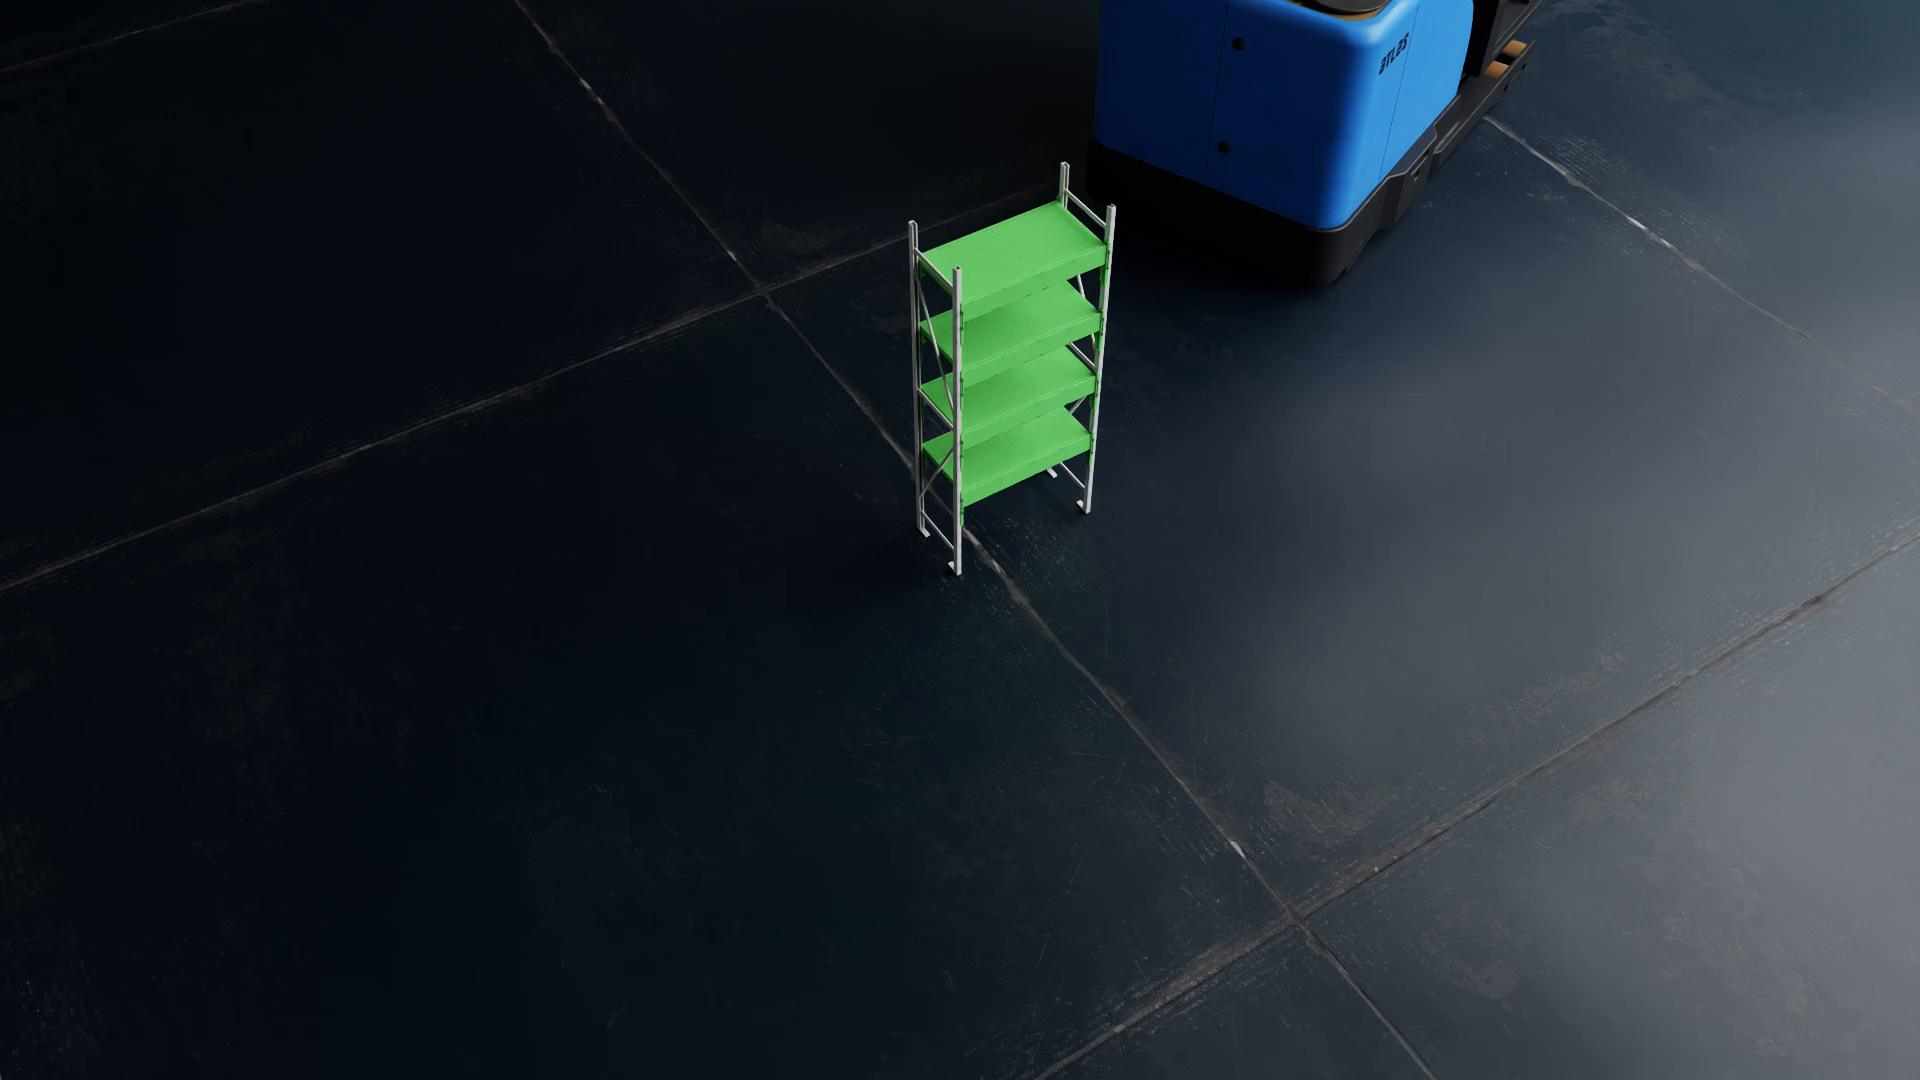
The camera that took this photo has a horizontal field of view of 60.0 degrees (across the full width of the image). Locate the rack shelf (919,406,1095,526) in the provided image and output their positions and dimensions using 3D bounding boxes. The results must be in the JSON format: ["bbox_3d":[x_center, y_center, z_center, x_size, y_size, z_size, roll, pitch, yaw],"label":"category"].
[{"bbox_3d":[0.140,-0.263,5.088,0.480,0.148,0.258,-25,53,-21],"label":"rack shelf"}]

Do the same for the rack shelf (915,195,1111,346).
[{"bbox_3d":[0.140,-0.742,4.550,0.480,0.148,0.258,-25,53,-21],"label":"rack shelf"}]

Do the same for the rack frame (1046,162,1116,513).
[{"bbox_3d":[0.346,-0.562,4.947,0.015,1.200,0.240,-25,53,-21],"label":"rack frame"}]

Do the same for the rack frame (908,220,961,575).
[{"bbox_3d":[-0.066,-0.368,4.774,0.015,1.200,0.240,-25,53,-21],"label":"rack frame"}]

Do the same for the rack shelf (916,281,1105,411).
[{"bbox_3d":[0.140,-0.582,4.729,0.480,0.148,0.258,-25,53,-21],"label":"rack shelf"}]

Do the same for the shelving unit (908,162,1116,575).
[{"bbox_3d":[0.140,-0.465,4.861,0.503,1.200,0.258,-25,53,-21],"label":"shelving unit"}]

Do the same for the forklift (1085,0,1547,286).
[{"bbox_3d":[1.730,-2.960,5.924,1.130,2.935,3.031,27,54,22],"label":"forklift"}]

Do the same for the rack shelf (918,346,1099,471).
[{"bbox_3d":[0.140,-0.422,4.908,0.480,0.148,0.258,-25,53,-21],"label":"rack shelf"}]
